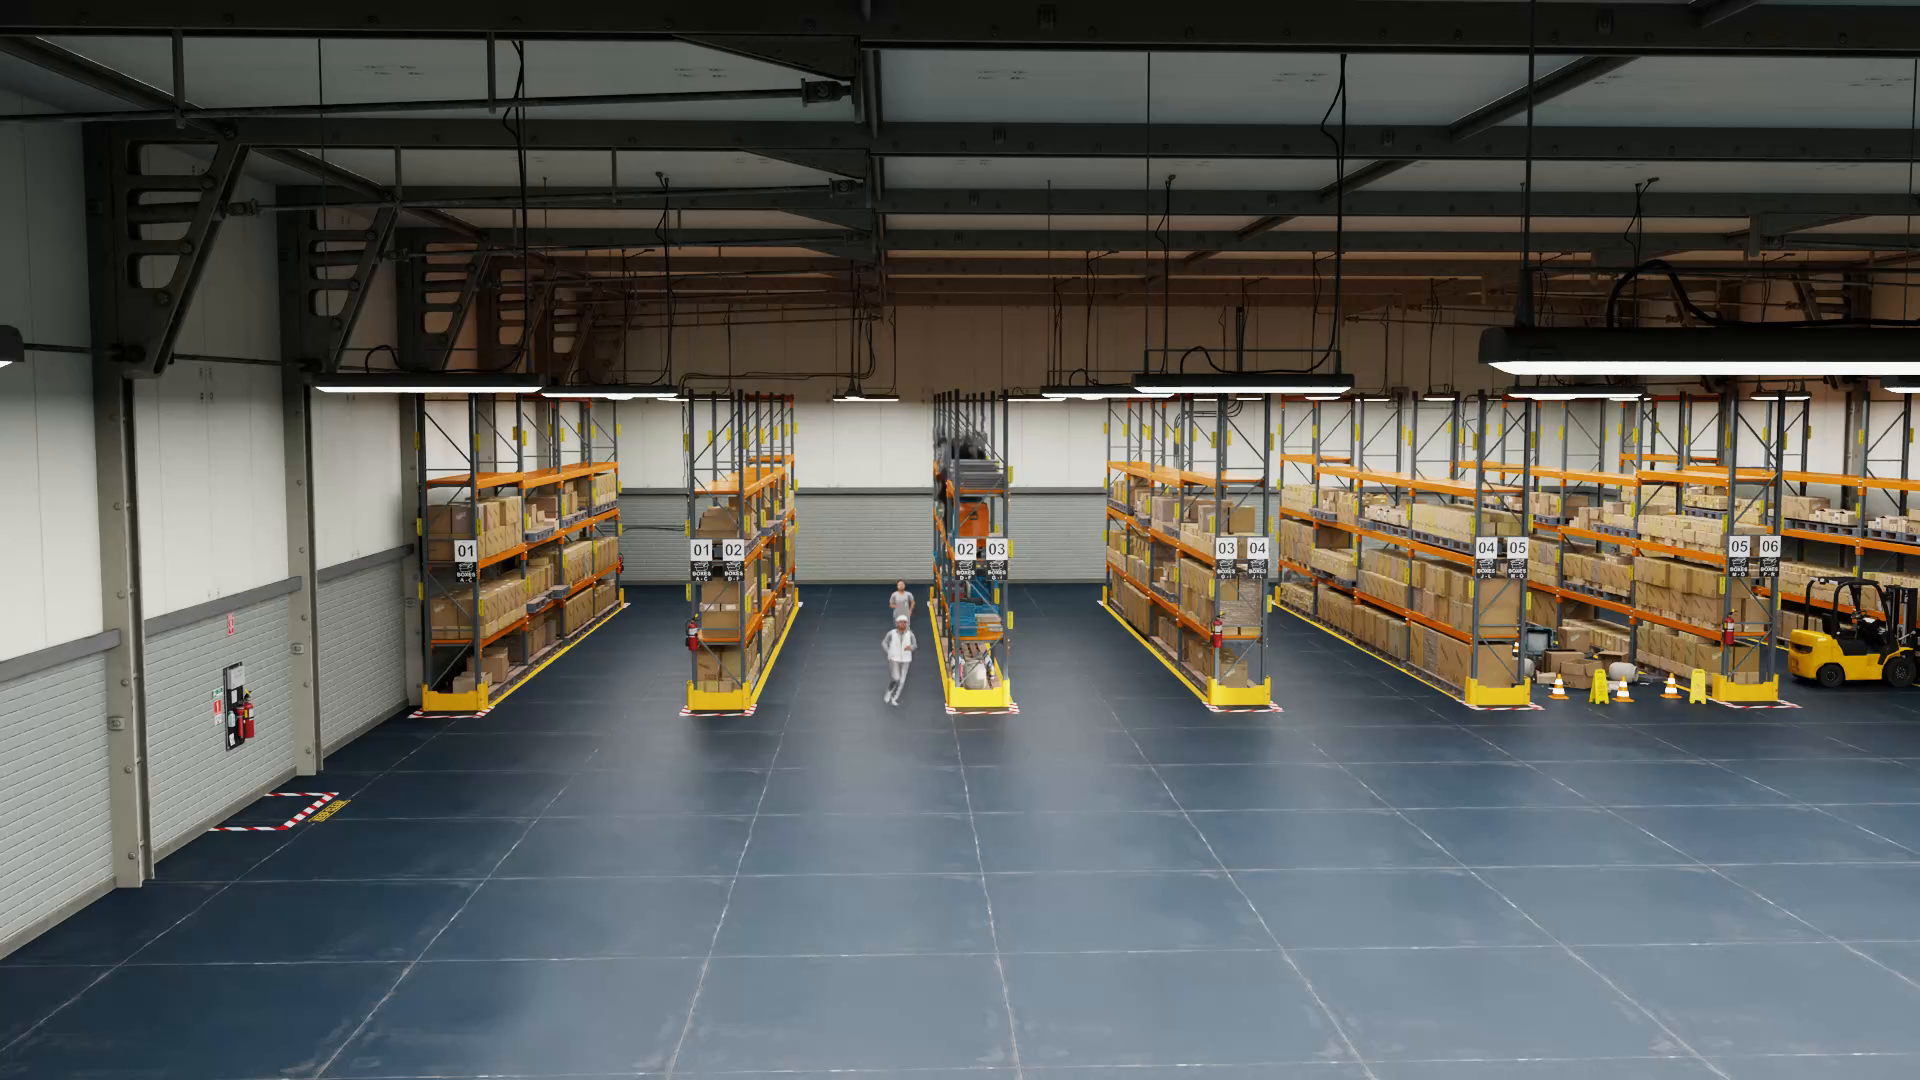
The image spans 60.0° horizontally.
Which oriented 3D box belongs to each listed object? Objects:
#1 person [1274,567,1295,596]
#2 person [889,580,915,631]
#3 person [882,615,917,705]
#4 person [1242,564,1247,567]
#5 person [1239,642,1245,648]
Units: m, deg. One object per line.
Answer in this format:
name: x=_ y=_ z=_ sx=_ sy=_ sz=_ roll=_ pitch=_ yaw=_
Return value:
person: x=9.718 y=0.868 z=49.108 sx=0.839 sy=1.697 sz=0.820 roll=1 pitch=5 yaw=7
person: x=-1.241 y=1.715 z=35.686 sx=0.547 sy=1.713 sz=0.623 roll=0 pitch=5 yaw=-2
person: x=-1.119 y=2.292 z=31.646 sx=0.667 sy=1.725 sz=0.555 roll=-1 pitch=5 yaw=-16
person: x=7.936 y=1.169 z=45.708 sx=0.604 sy=1.657 sz=0.551 roll=0 pitch=5 yaw=-2
person: x=6.684 y=1.636 z=39.434 sx=0.673 sy=1.775 sz=0.817 roll=0 pitch=5 yaw=0
